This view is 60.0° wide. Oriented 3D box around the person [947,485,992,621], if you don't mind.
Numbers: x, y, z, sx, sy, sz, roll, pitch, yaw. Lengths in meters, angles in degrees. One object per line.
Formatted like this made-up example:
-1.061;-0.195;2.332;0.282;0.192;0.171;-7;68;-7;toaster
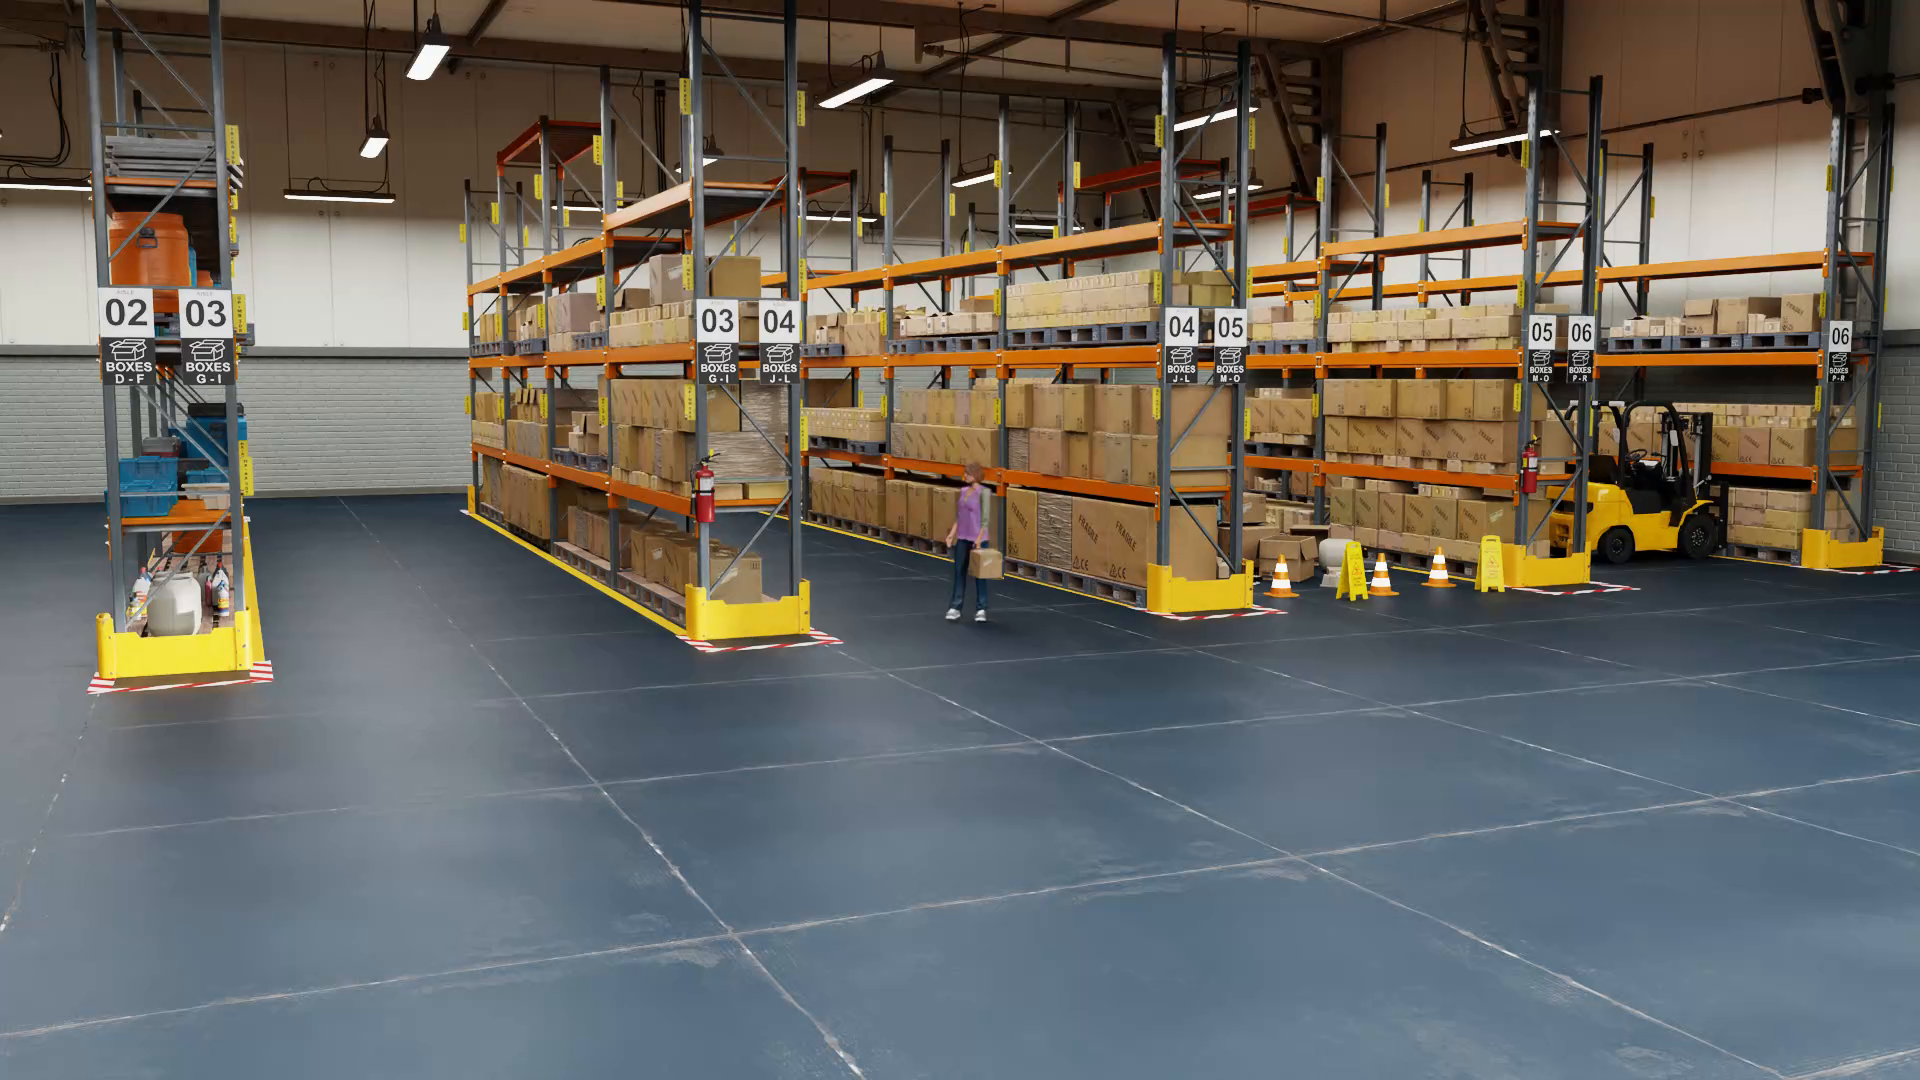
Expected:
0.089;0.132;16.862;0.377;1.377;0.472;4;7;38;person
